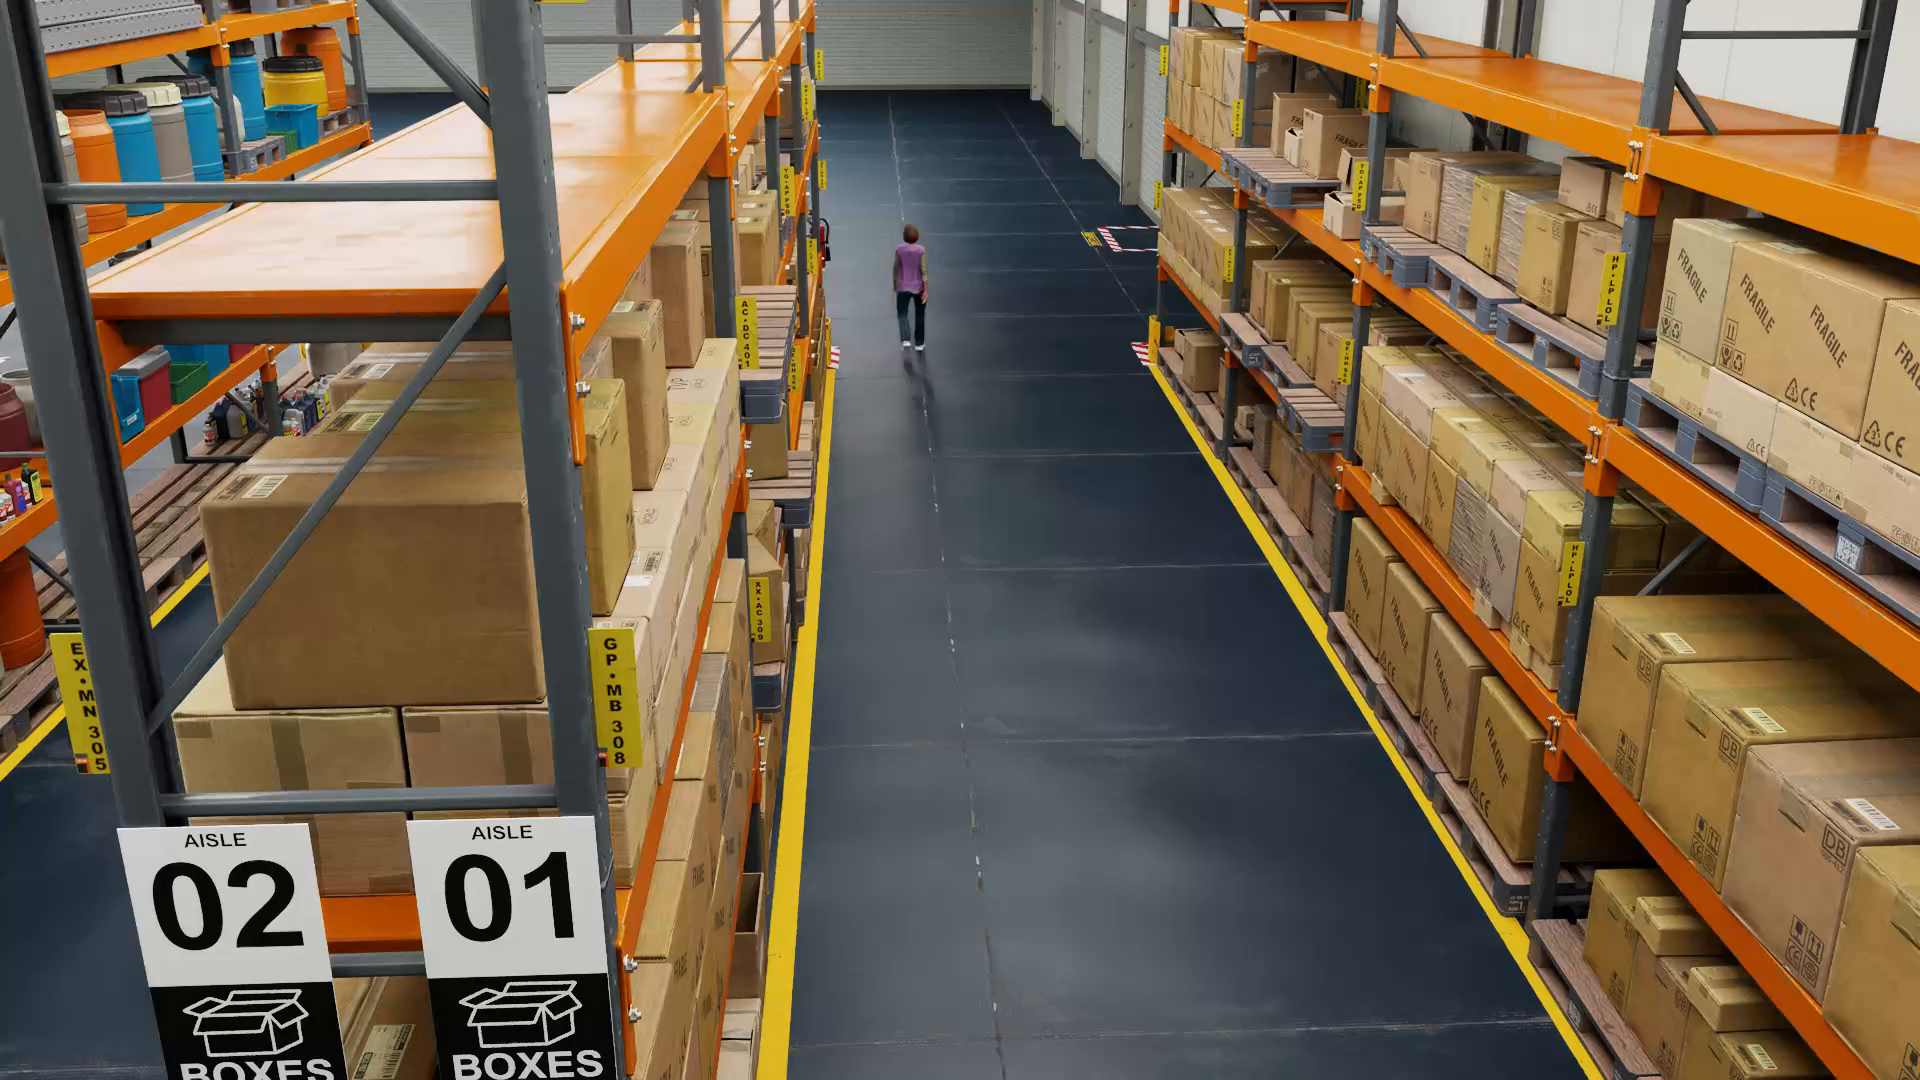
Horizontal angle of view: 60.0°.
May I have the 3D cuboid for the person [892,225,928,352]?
[{"bbox_3d":[-0.591,-2.970,19.748,0.428,1.554,0.856,-1,21,-1],"label":"person"}]
